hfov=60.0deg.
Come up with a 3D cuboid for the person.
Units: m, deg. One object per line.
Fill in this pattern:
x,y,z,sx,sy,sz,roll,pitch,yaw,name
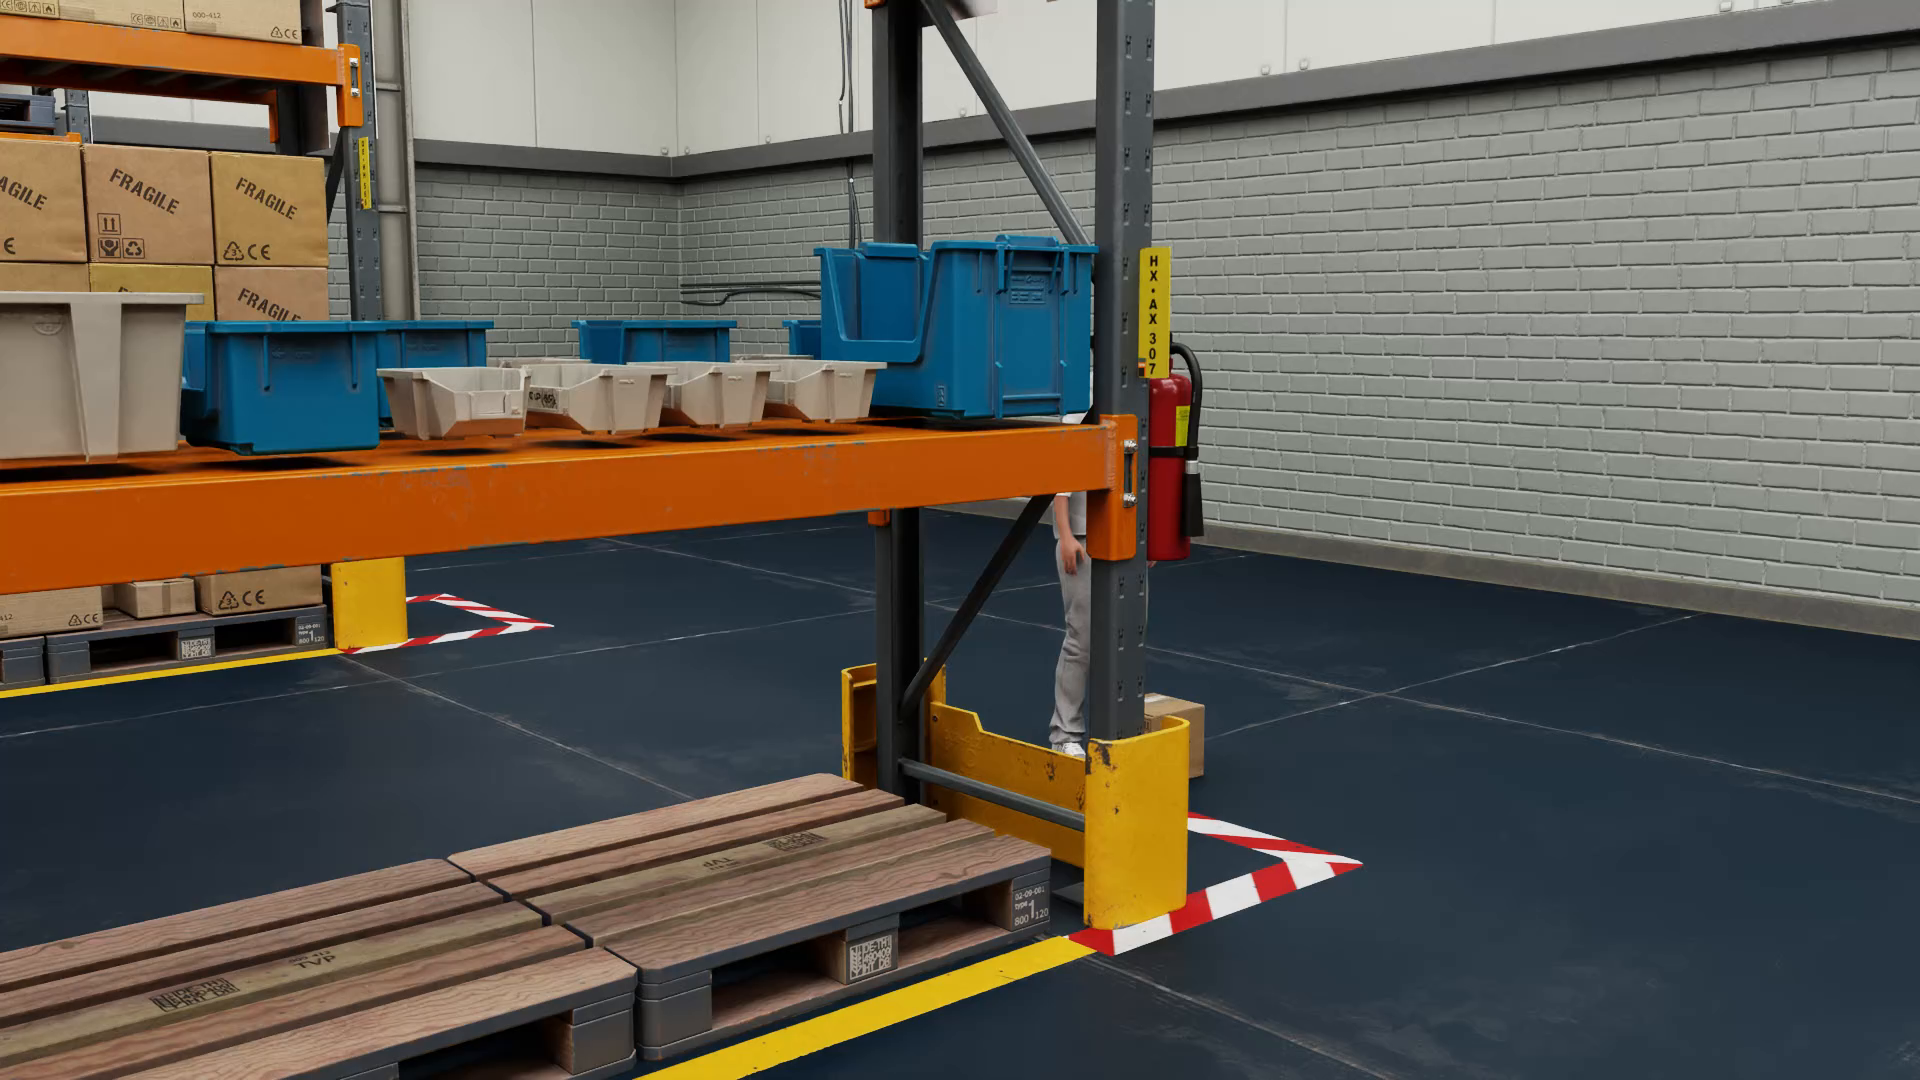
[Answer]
0.515,0.001,5.832,0.453,1.593,0.314,-6,9,-36,person
